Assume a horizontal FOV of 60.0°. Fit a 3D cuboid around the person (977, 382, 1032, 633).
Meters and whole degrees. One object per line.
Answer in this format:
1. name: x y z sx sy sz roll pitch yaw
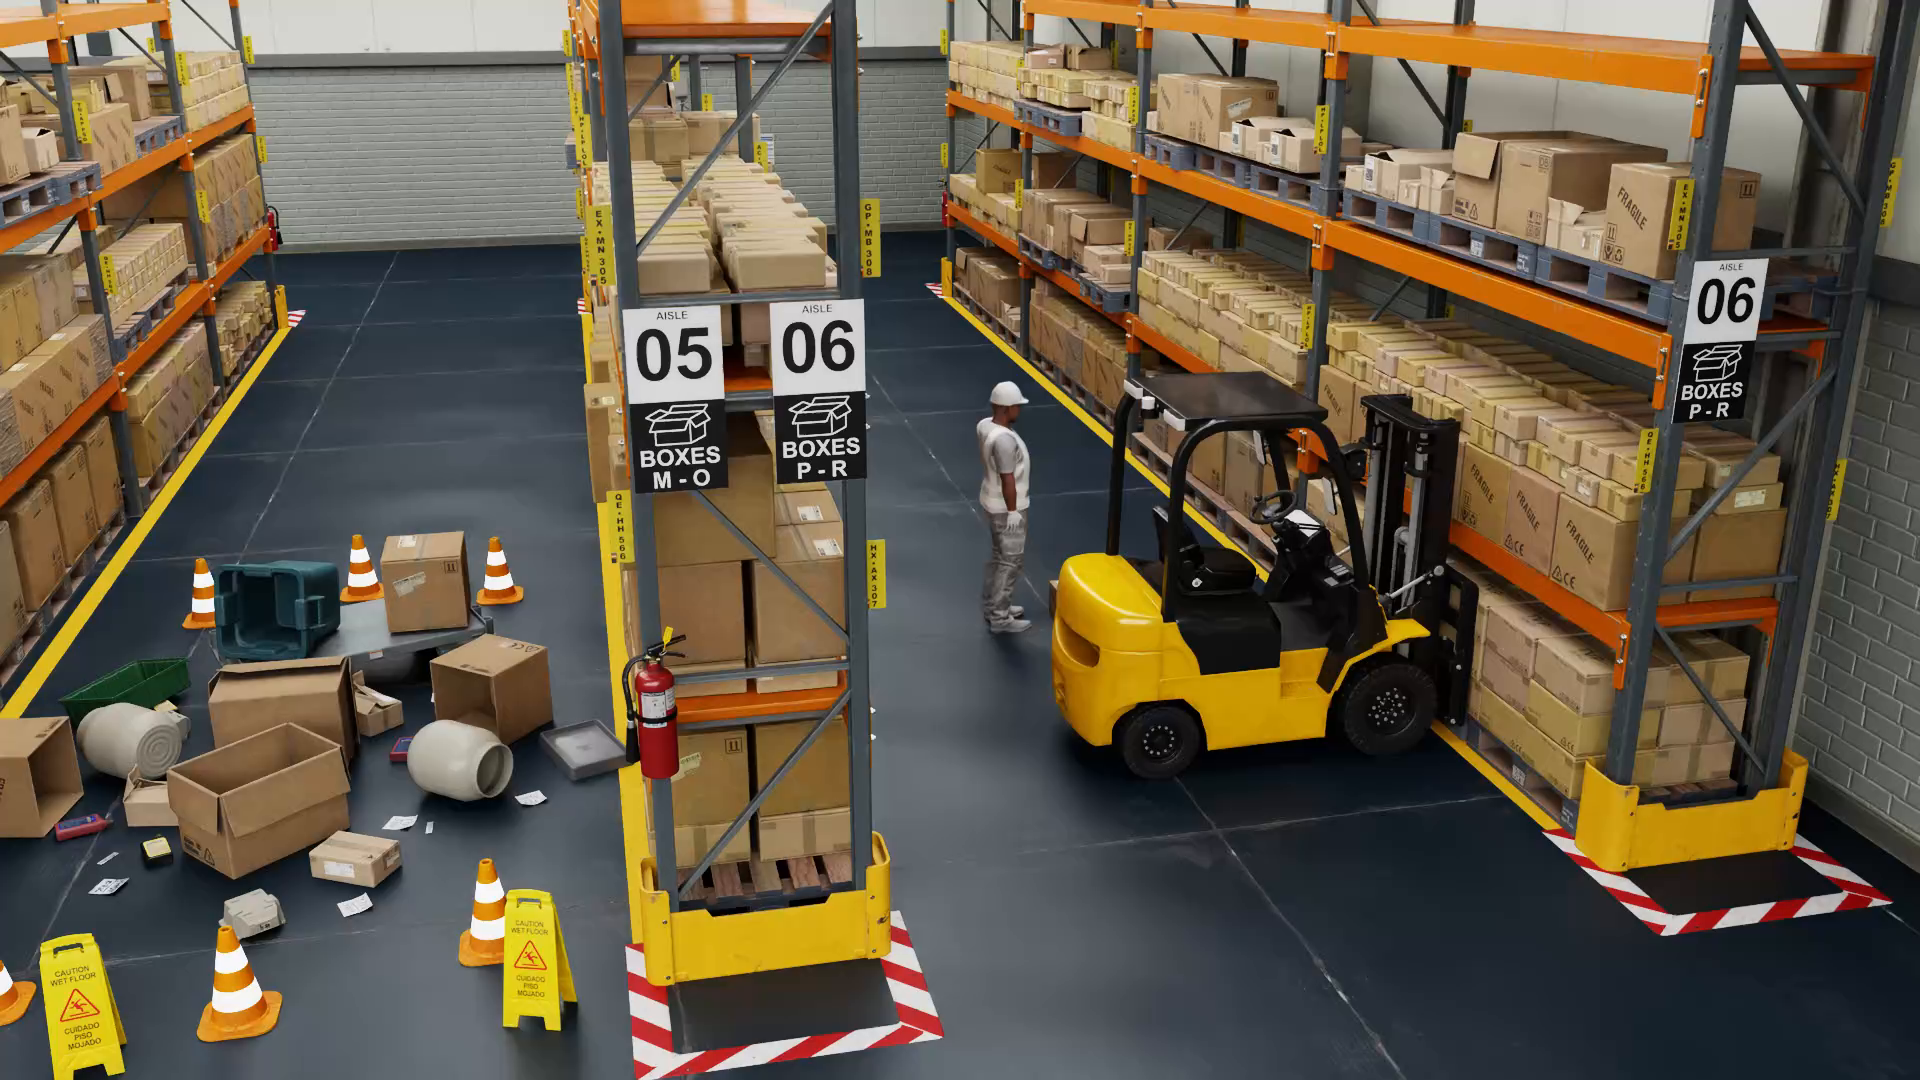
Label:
1. person: 0.313 -0.244 11.742 0.359 1.779 0.548 -4 20 -11
